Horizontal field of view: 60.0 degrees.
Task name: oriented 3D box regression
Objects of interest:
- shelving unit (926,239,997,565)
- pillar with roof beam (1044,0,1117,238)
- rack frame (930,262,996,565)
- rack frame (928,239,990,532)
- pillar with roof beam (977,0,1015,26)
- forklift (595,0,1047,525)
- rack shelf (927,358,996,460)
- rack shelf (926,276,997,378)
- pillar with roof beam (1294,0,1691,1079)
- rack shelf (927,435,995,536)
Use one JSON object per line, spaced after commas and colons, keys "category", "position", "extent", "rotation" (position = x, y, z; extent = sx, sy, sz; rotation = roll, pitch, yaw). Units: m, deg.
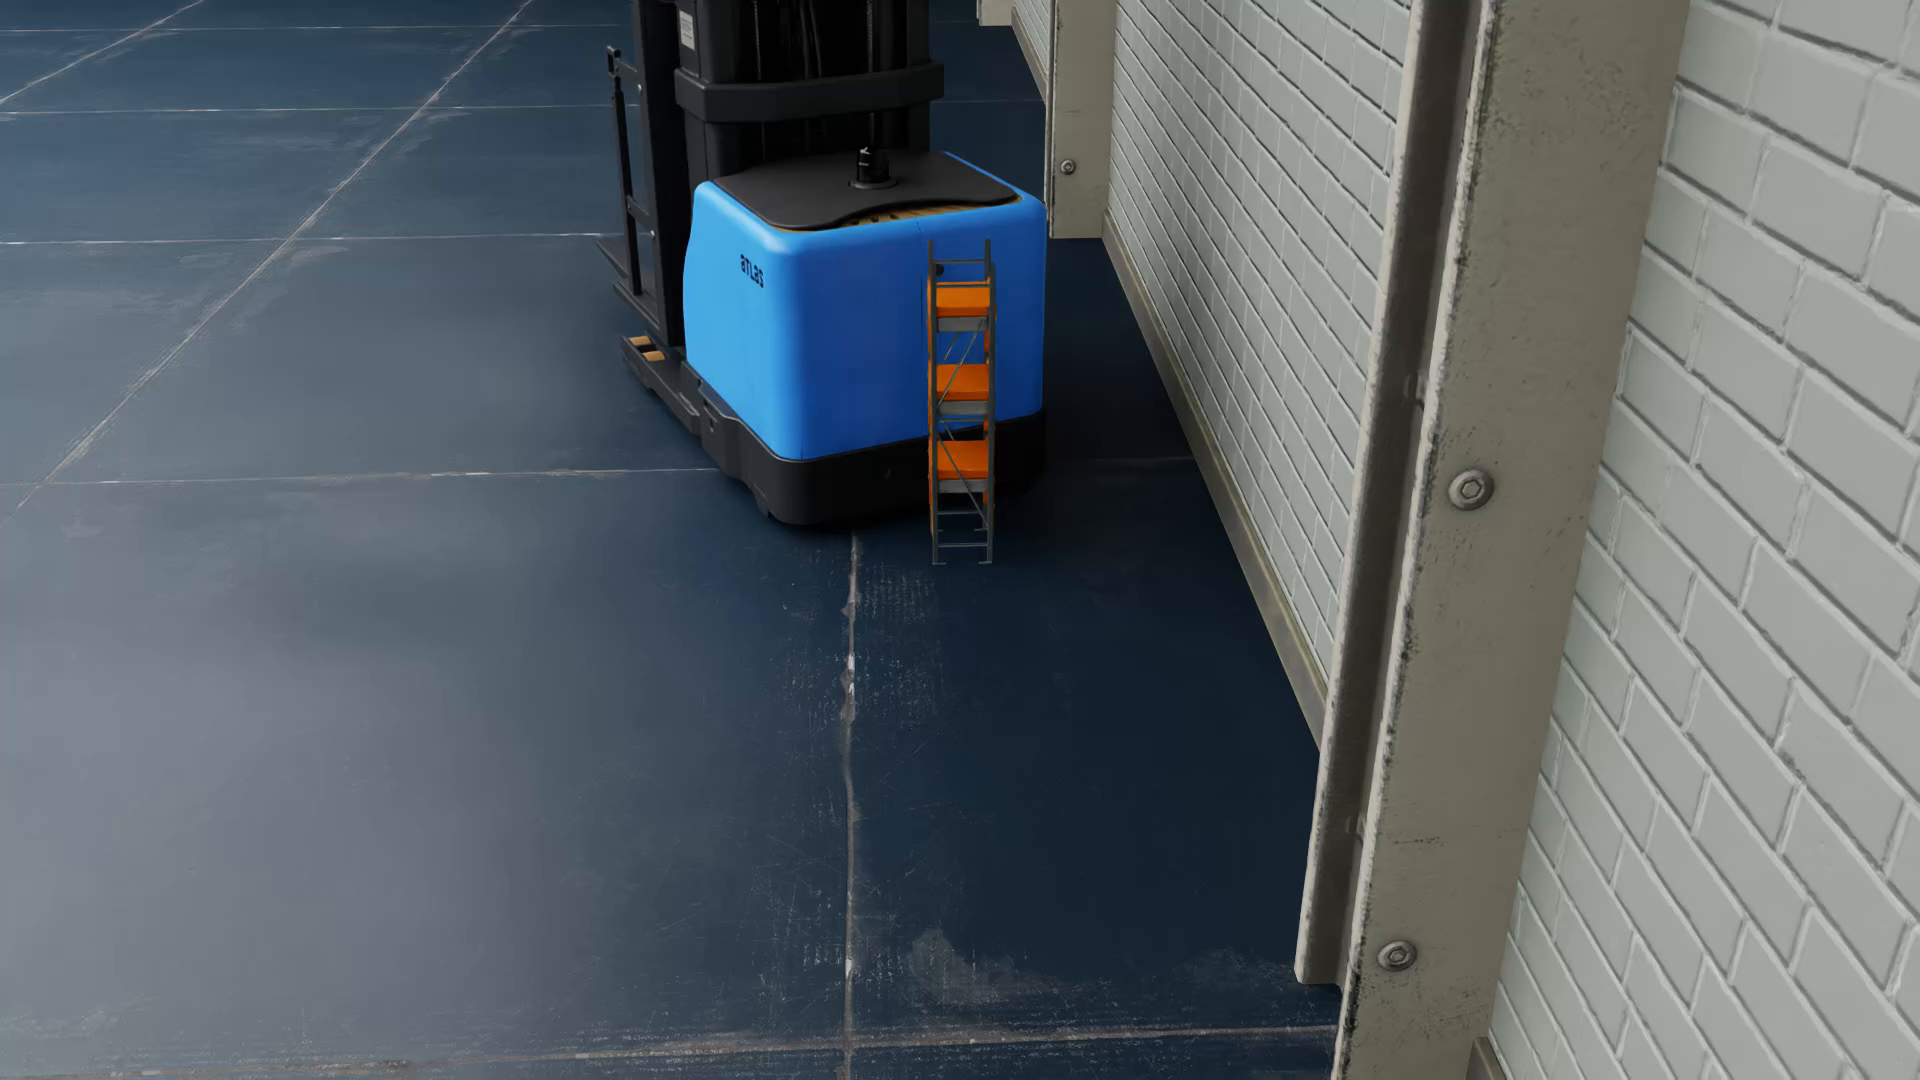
{"category": "shelving unit", "position": [0.003, -0.441, 5.460], "extent": [0.215, 1.050, 0.252], "rotation": [-1, 28, -3]}
{"category": "pillar with roof beam", "position": [-3.675, -5.580, 6.719], "extent": [9.100, 9.000, 0.400], "rotation": [-1, 28, -3]}
{"category": "rack frame", "position": [0.009, -0.384, 5.352], "extent": [0.200, 1.050, 0.008], "rotation": [-1, 28, -3]}
{"category": "rack frame", "position": [-0.004, -0.497, 5.568], "extent": [0.200, 1.050, 0.008], "rotation": [-1, 28, -3]}
{"category": "pillar with roof beam", "position": [-3.988, -8.351, 12.031], "extent": [9.100, 9.000, 0.400], "rotation": [-1, 28, -3]}
{"category": "forklift", "position": [-0.793, -2.004, 6.424], "extent": [1.130, 2.935, 3.031], "rotation": [-13, 30, -23]}
{"category": "rack shelf", "position": [0.003, -0.431, 5.465], "extent": [0.215, 0.259, 0.240], "rotation": [-1, 28, -3]}
{"category": "rack shelf", "position": [0.003, -0.683, 5.334], "extent": [0.215, 0.259, 0.240], "rotation": [-1, 28, -3]}
{"category": "pillar with roof beam", "position": [-3.362, -2.810, 1.406], "extent": [9.100, 9.000, 0.400], "rotation": [-1, 28, -3]}
{"category": "rack shelf", "position": [0.003, -0.185, 5.593], "extent": [0.215, 0.259, 0.240], "rotation": [-1, 28, -3]}
